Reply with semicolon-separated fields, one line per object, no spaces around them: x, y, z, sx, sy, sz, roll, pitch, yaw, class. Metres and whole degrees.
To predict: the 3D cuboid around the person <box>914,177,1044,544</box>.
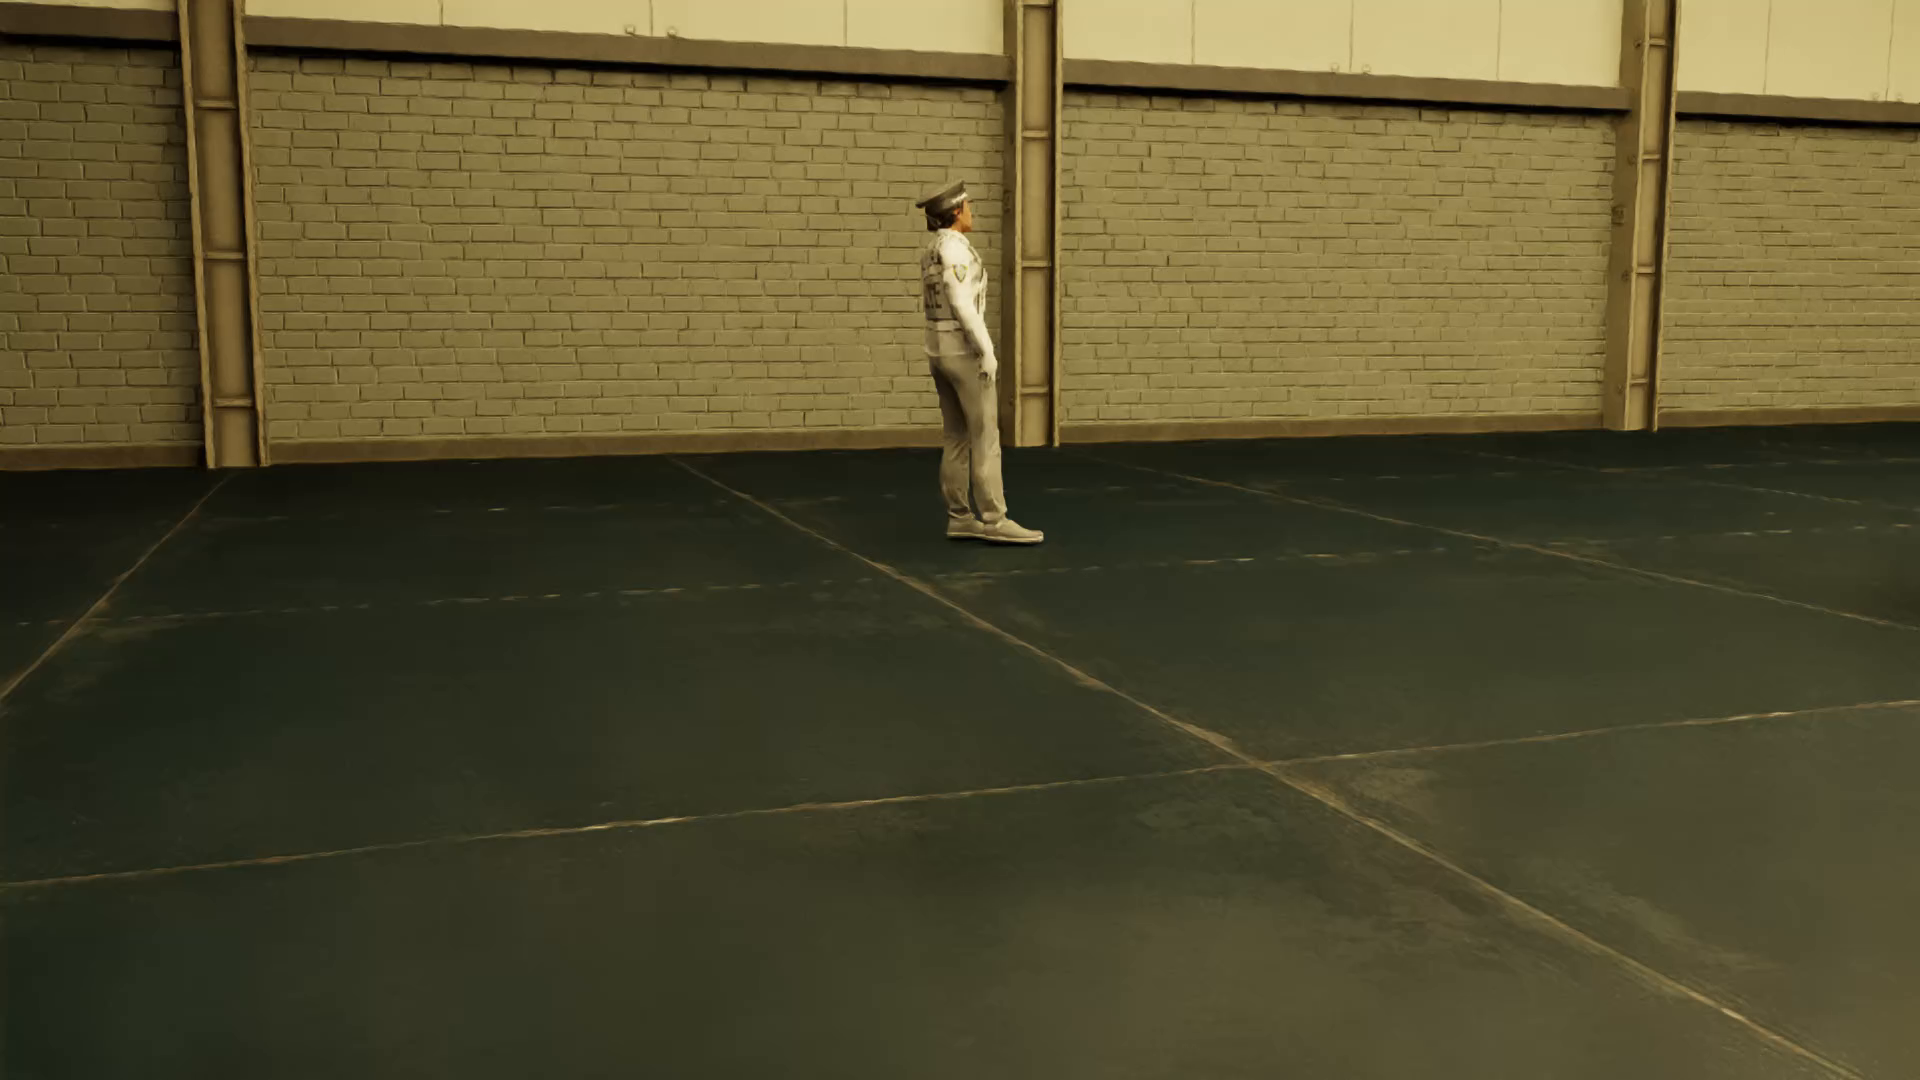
0.066;-0.849;7.823;0.532;1.695;0.586;-3;8;-18;person
